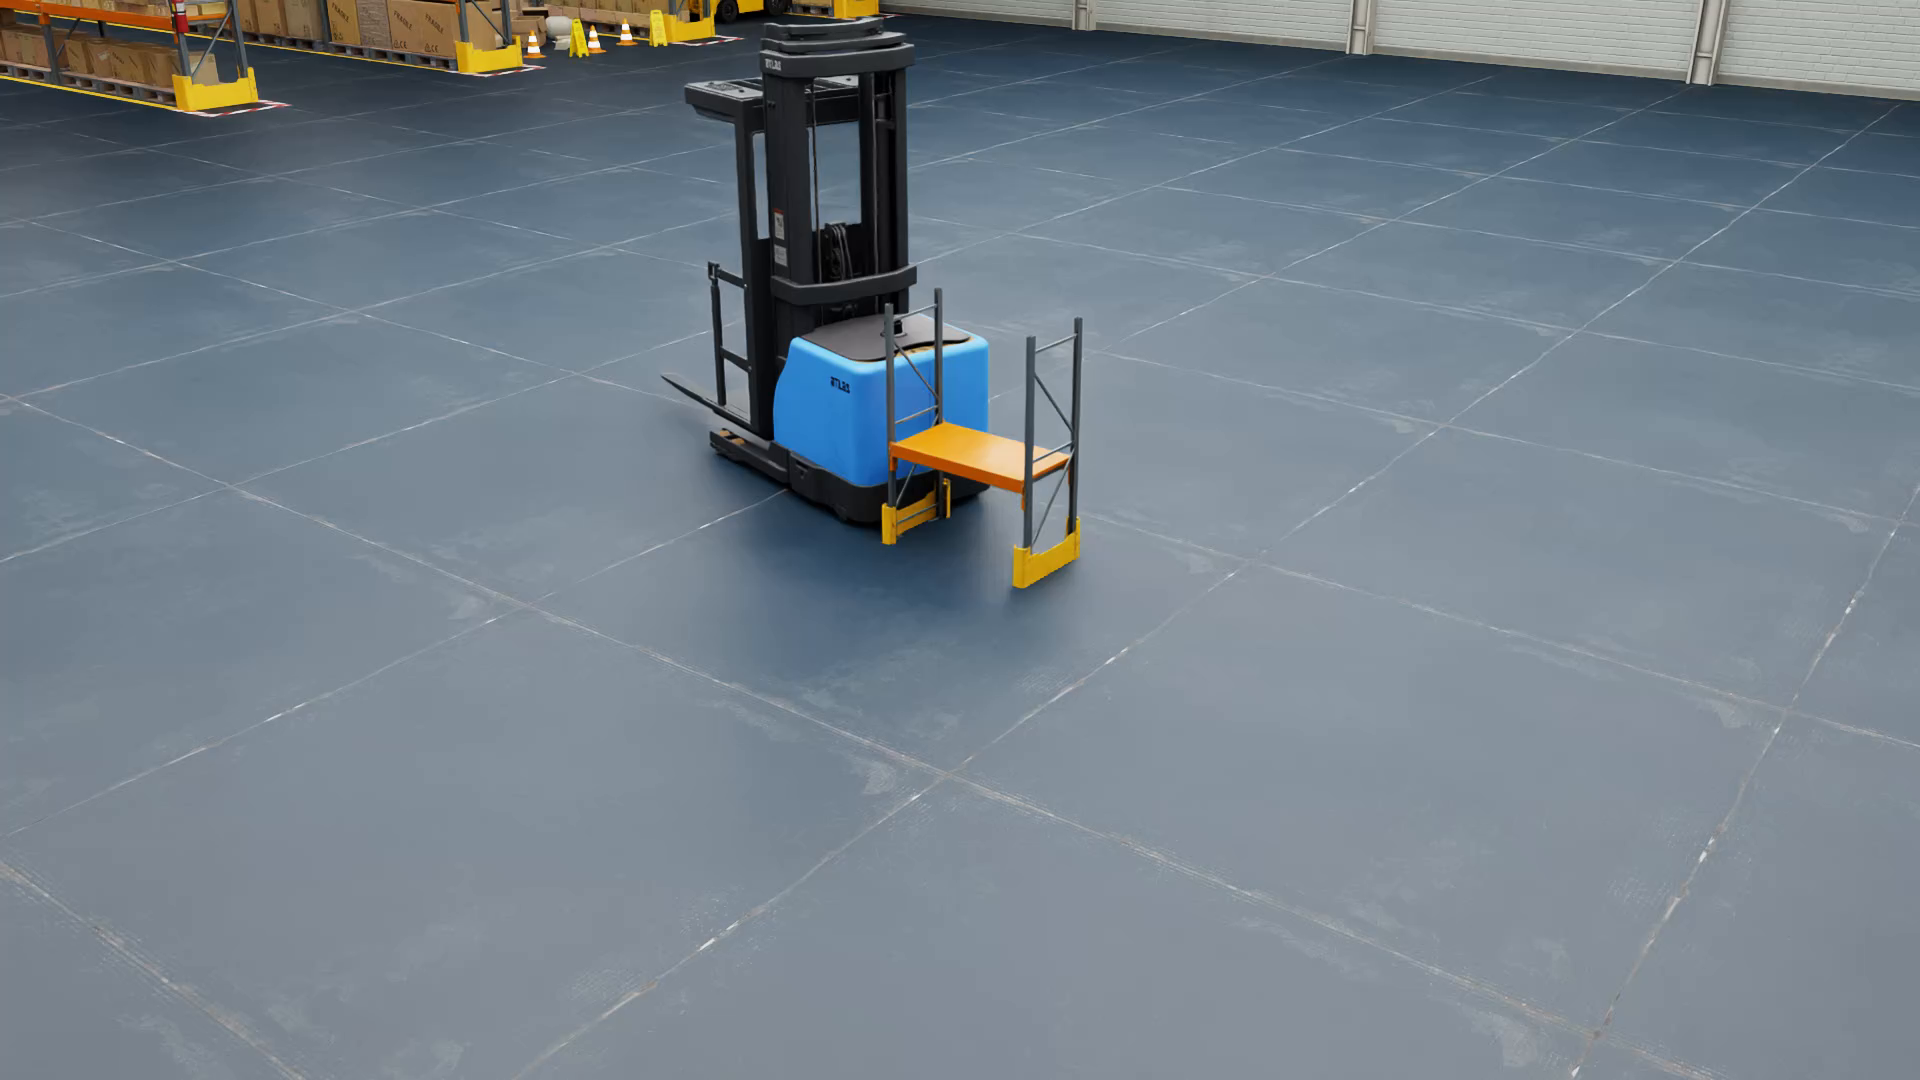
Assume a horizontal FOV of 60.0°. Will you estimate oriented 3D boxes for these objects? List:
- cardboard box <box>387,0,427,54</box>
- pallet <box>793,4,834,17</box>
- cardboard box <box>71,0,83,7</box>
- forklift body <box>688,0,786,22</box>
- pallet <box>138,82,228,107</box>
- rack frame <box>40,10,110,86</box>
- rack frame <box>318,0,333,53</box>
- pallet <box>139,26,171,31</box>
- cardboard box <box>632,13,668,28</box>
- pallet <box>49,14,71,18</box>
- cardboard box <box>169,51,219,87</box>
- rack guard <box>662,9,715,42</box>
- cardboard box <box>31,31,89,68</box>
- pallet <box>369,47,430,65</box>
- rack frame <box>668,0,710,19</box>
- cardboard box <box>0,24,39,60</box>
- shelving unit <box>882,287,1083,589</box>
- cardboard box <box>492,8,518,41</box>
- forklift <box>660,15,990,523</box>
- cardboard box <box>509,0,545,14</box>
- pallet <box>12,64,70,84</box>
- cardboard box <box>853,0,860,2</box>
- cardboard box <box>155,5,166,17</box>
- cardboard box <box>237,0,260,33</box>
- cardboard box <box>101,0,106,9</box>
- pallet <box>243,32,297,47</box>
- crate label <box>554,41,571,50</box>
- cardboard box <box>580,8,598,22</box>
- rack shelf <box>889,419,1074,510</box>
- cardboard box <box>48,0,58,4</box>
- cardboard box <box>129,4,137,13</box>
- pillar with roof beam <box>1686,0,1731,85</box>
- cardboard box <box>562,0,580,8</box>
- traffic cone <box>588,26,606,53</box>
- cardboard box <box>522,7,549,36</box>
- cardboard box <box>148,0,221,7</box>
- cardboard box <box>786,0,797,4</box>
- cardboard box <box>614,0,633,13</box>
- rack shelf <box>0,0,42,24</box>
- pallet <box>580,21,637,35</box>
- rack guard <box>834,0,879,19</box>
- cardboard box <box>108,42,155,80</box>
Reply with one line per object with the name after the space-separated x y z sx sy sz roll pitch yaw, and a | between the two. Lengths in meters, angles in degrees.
-9.407 -9.095 29.286 0.875 0.875 0.875 16 29 32 | cardboard box
-2.894 -11.639 36.405 1.213 0.211 1.003 17 29 33 | pallet
-13.594 -8.400 25.907 0.250 0.149 0.380 17 29 33 | cardboard box
-4.869 -12.226 35.330 1.214 2.155 2.313 17 29 33 | forklift body
-11.864 -6.894 25.636 1.213 0.211 1.003 17 29 33 | pallet
-14.375 -8.912 26.756 0.127 3.000 1.000 17 29 33 | rack frame
-11.320 -10.487 30.332 0.127 3.000 1.000 17 29 33 | rack frame
-16.117 -10.663 34.190 1.213 0.211 1.003 17 29 33 | pallet
-6.059 -10.190 32.547 0.500 0.250 0.500 17 29 33 | cardboard box
-19.260 -11.592 36.297 1.213 0.211 1.003 17 29 33 | pallet
-11.664 -7.149 25.335 0.500 0.500 0.500 -20 31 -38 | cardboard box
-5.292 -10.016 32.363 0.348 0.500 1.175 17 29 33 | rack guard
-14.854 -8.124 27.524 0.500 0.500 0.700 14 28 29 | cardboard box
-9.778 -8.707 29.751 1.213 0.211 1.003 17 29 33 | pallet
-5.231 -11.142 31.817 0.127 3.000 1.000 17 29 33 | rack frame
-16.119 -8.516 28.412 0.500 0.500 0.700 20 31 38 | cardboard box
0.121 -0.627 9.812 1.083 1.500 0.587 18 29 34 | shelving unit
-8.908 -9.893 31.910 0.503 0.637 0.797 17 29 33 | cardboard box
-1.087 -1.981 11.110 1.130 2.935 3.031 -17 29 -33 | forklift
-8.853 -11.225 34.743 0.625 0.372 0.950 17 29 34 | cardboard box
-14.999 -7.823 27.744 1.213 0.211 1.003 17 29 33 | pallet
-2.533 -11.860 36.336 0.500 0.250 0.500 17 29 34 | cardboard box
-11.726 -7.892 24.754 0.250 0.149 0.380 17 29 33 | cardboard box
-13.386 -10.231 32.019 0.750 0.750 1.050 17 29 34 | cardboard box
-12.948 -8.243 25.551 0.250 0.149 0.380 17 29 33 | cardboard box
-12.963 -9.668 31.932 1.213 0.211 1.003 17 29 33 | pallet
-7.409 -9.249 31.072 0.298 0.136 0.250 3 24 6 | crate label
-7.262 -10.560 33.387 0.500 0.250 0.500 16 29 33 | cardboard box
0.128 -0.460 9.879 1.000 0.185 0.538 18 29 34 | rack shelf
-14.192 -8.583 26.321 0.250 0.149 0.380 17 29 33 | cardboard box
-12.323 -8.075 25.169 0.250 0.149 0.380 17 29 33 | cardboard box
9.548 -10.207 22.255 0.400 9.000 9.100 17 29 33 | pillar with roof beam
-7.686 -11.031 33.524 0.500 0.500 0.500 18 30 35 | cardboard box
-6.743 -9.228 30.620 0.334 0.463 0.336 17 29 33 | traffic cone
-8.391 -10.268 32.931 0.500 0.500 0.500 -5 24 -12 | cardboard box
-11.598 -8.268 24.802 0.500 0.500 0.875 17 29 33 | cardboard box
-3.610 -11.937 36.511 0.500 0.250 0.500 17 29 34 | cardboard box
-6.448 -10.653 32.668 0.500 0.500 0.500 18 30 35 | cardboard box
-15.976 -9.066 27.998 4.000 0.370 1.077 17 29 33 | rack shelf
-6.893 -10.387 33.563 1.213 0.211 1.003 17 29 33 | pallet
-2.238 -11.594 35.945 0.348 0.500 1.175 17 29 33 | rack guard
-13.073 -7.589 26.334 0.500 0.500 0.500 14 27 29 | cardboard box
